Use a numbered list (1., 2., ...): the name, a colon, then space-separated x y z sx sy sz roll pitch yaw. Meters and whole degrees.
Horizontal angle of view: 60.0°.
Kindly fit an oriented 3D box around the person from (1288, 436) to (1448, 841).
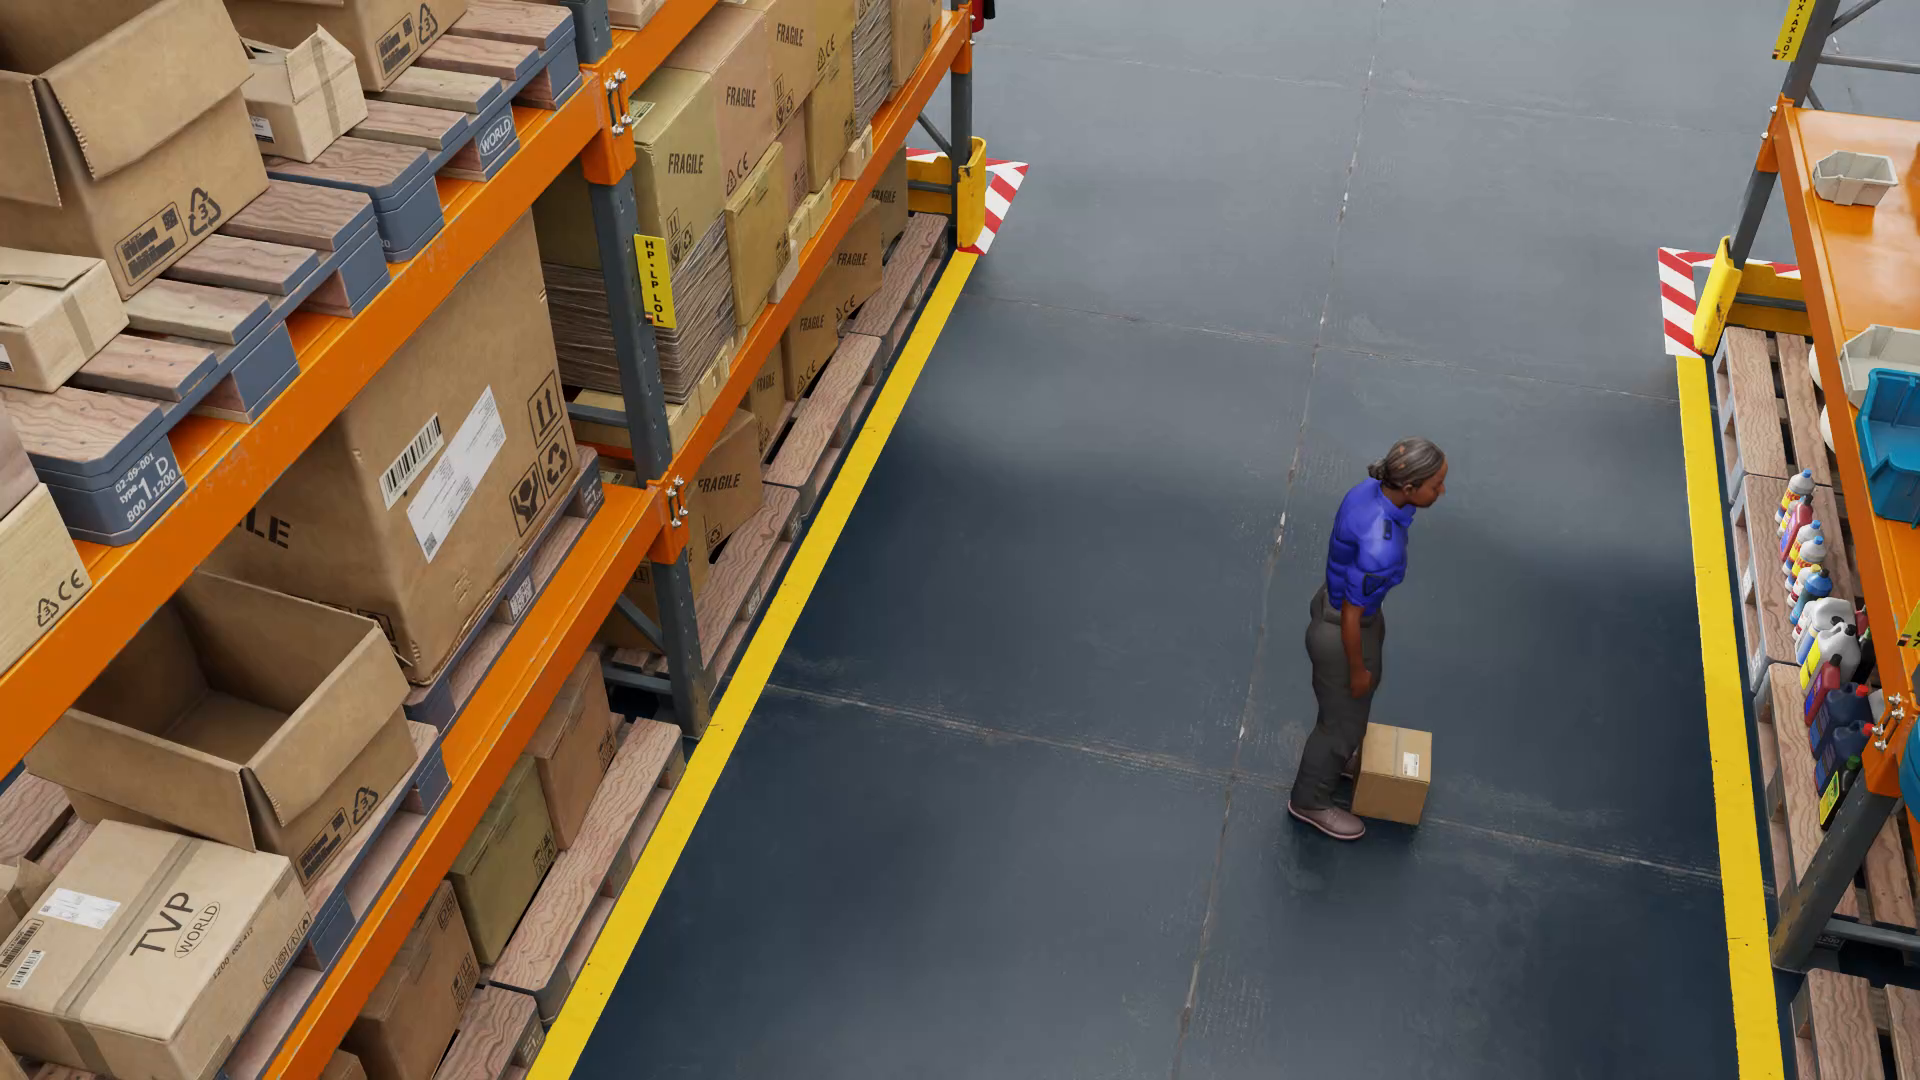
1. person: 1.409 0.318 5.800 0.392 1.654 0.511 10 42 11
